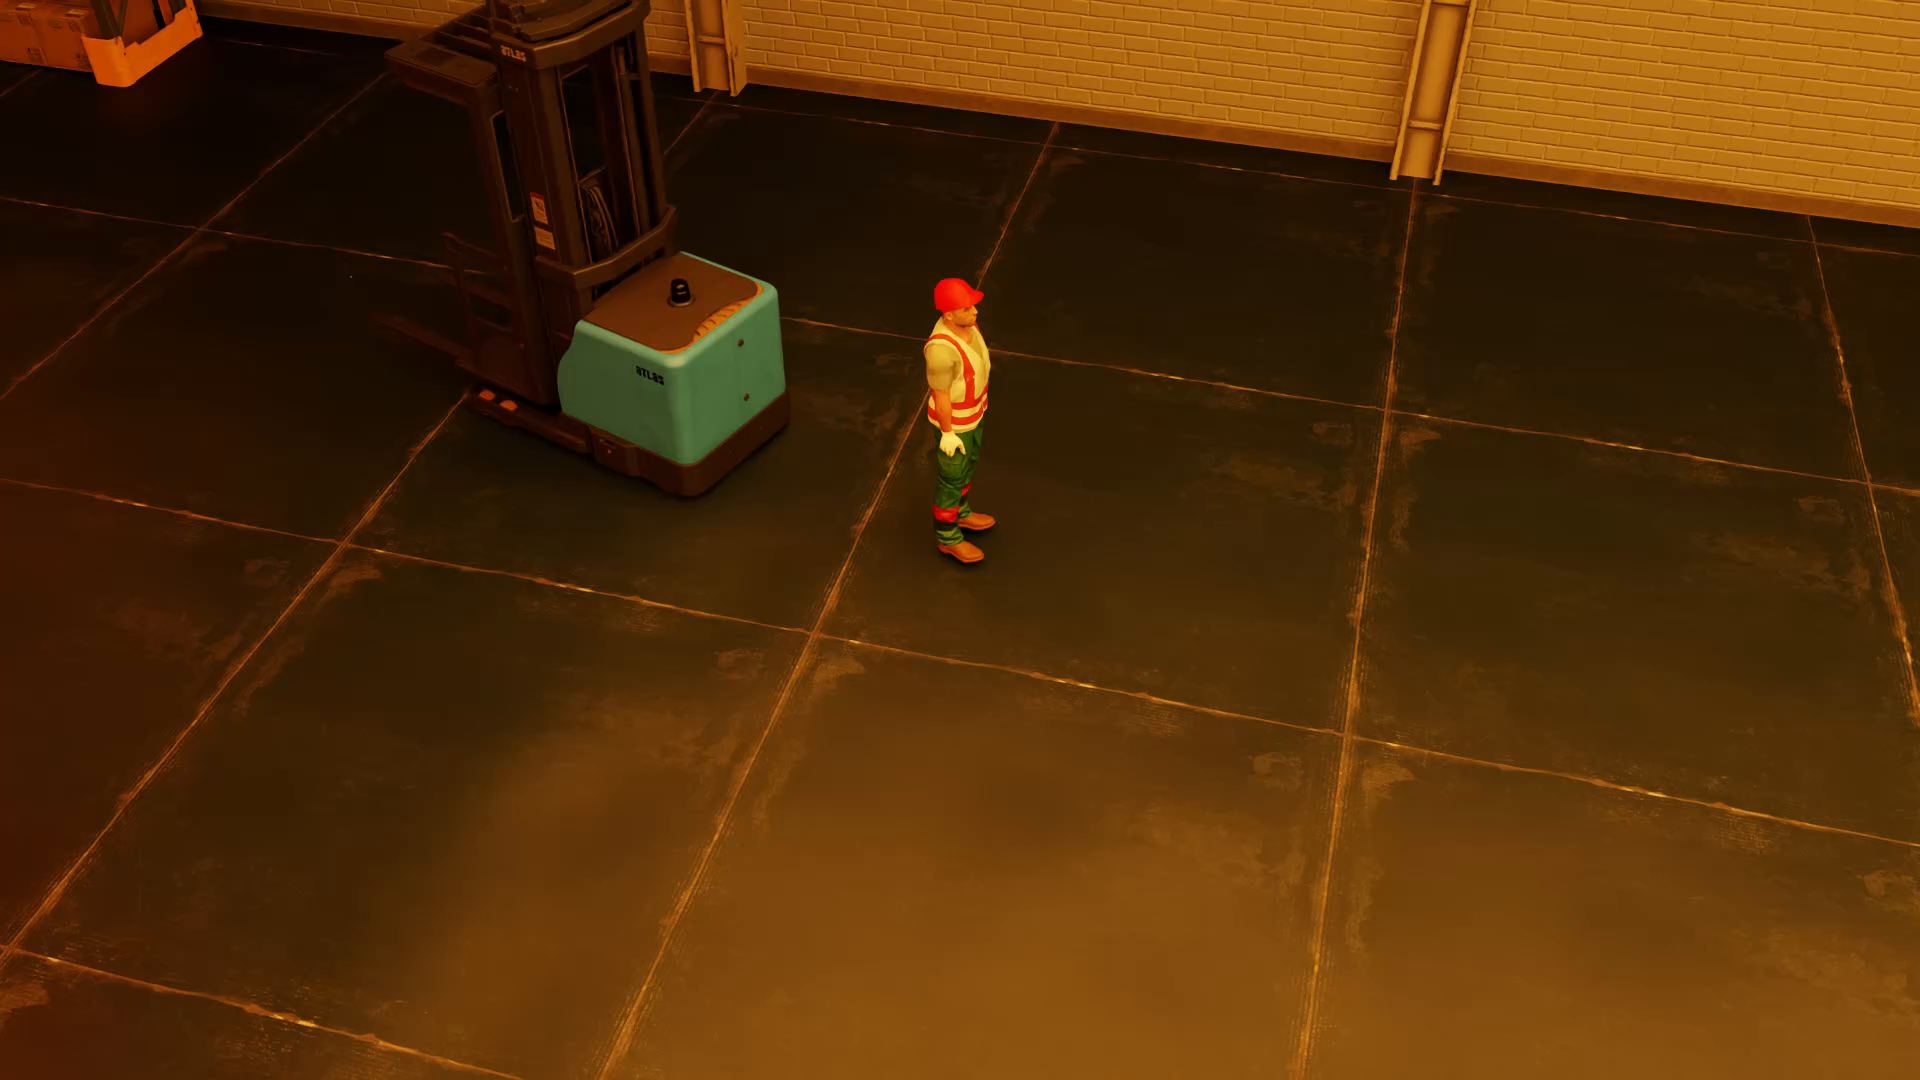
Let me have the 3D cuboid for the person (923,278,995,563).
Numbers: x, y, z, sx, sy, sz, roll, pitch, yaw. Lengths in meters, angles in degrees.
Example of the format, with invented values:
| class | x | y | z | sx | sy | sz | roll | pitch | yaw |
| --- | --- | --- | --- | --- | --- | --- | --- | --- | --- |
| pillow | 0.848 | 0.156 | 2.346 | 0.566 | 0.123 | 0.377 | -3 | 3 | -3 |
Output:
| class | x | y | z | sx | sy | sz | roll | pitch | yaw |
| --- | --- | --- | --- | --- | --- | --- | --- | --- | --- |
| person | 0.013 | -0.708 | 9.474 | 0.370 | 1.795 | 0.536 | 10 | 42 | 11 |

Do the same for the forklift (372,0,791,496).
| class | x | y | z | sx | sy | sz | roll | pitch | yaw |
| --- | --- | --- | --- | --- | --- | --- | --- | --- | --- |
| forklift | -2.623 | -2.125 | 10.285 | 3.031 | 2.935 | 1.130 | 23 | 46 | 24 |
